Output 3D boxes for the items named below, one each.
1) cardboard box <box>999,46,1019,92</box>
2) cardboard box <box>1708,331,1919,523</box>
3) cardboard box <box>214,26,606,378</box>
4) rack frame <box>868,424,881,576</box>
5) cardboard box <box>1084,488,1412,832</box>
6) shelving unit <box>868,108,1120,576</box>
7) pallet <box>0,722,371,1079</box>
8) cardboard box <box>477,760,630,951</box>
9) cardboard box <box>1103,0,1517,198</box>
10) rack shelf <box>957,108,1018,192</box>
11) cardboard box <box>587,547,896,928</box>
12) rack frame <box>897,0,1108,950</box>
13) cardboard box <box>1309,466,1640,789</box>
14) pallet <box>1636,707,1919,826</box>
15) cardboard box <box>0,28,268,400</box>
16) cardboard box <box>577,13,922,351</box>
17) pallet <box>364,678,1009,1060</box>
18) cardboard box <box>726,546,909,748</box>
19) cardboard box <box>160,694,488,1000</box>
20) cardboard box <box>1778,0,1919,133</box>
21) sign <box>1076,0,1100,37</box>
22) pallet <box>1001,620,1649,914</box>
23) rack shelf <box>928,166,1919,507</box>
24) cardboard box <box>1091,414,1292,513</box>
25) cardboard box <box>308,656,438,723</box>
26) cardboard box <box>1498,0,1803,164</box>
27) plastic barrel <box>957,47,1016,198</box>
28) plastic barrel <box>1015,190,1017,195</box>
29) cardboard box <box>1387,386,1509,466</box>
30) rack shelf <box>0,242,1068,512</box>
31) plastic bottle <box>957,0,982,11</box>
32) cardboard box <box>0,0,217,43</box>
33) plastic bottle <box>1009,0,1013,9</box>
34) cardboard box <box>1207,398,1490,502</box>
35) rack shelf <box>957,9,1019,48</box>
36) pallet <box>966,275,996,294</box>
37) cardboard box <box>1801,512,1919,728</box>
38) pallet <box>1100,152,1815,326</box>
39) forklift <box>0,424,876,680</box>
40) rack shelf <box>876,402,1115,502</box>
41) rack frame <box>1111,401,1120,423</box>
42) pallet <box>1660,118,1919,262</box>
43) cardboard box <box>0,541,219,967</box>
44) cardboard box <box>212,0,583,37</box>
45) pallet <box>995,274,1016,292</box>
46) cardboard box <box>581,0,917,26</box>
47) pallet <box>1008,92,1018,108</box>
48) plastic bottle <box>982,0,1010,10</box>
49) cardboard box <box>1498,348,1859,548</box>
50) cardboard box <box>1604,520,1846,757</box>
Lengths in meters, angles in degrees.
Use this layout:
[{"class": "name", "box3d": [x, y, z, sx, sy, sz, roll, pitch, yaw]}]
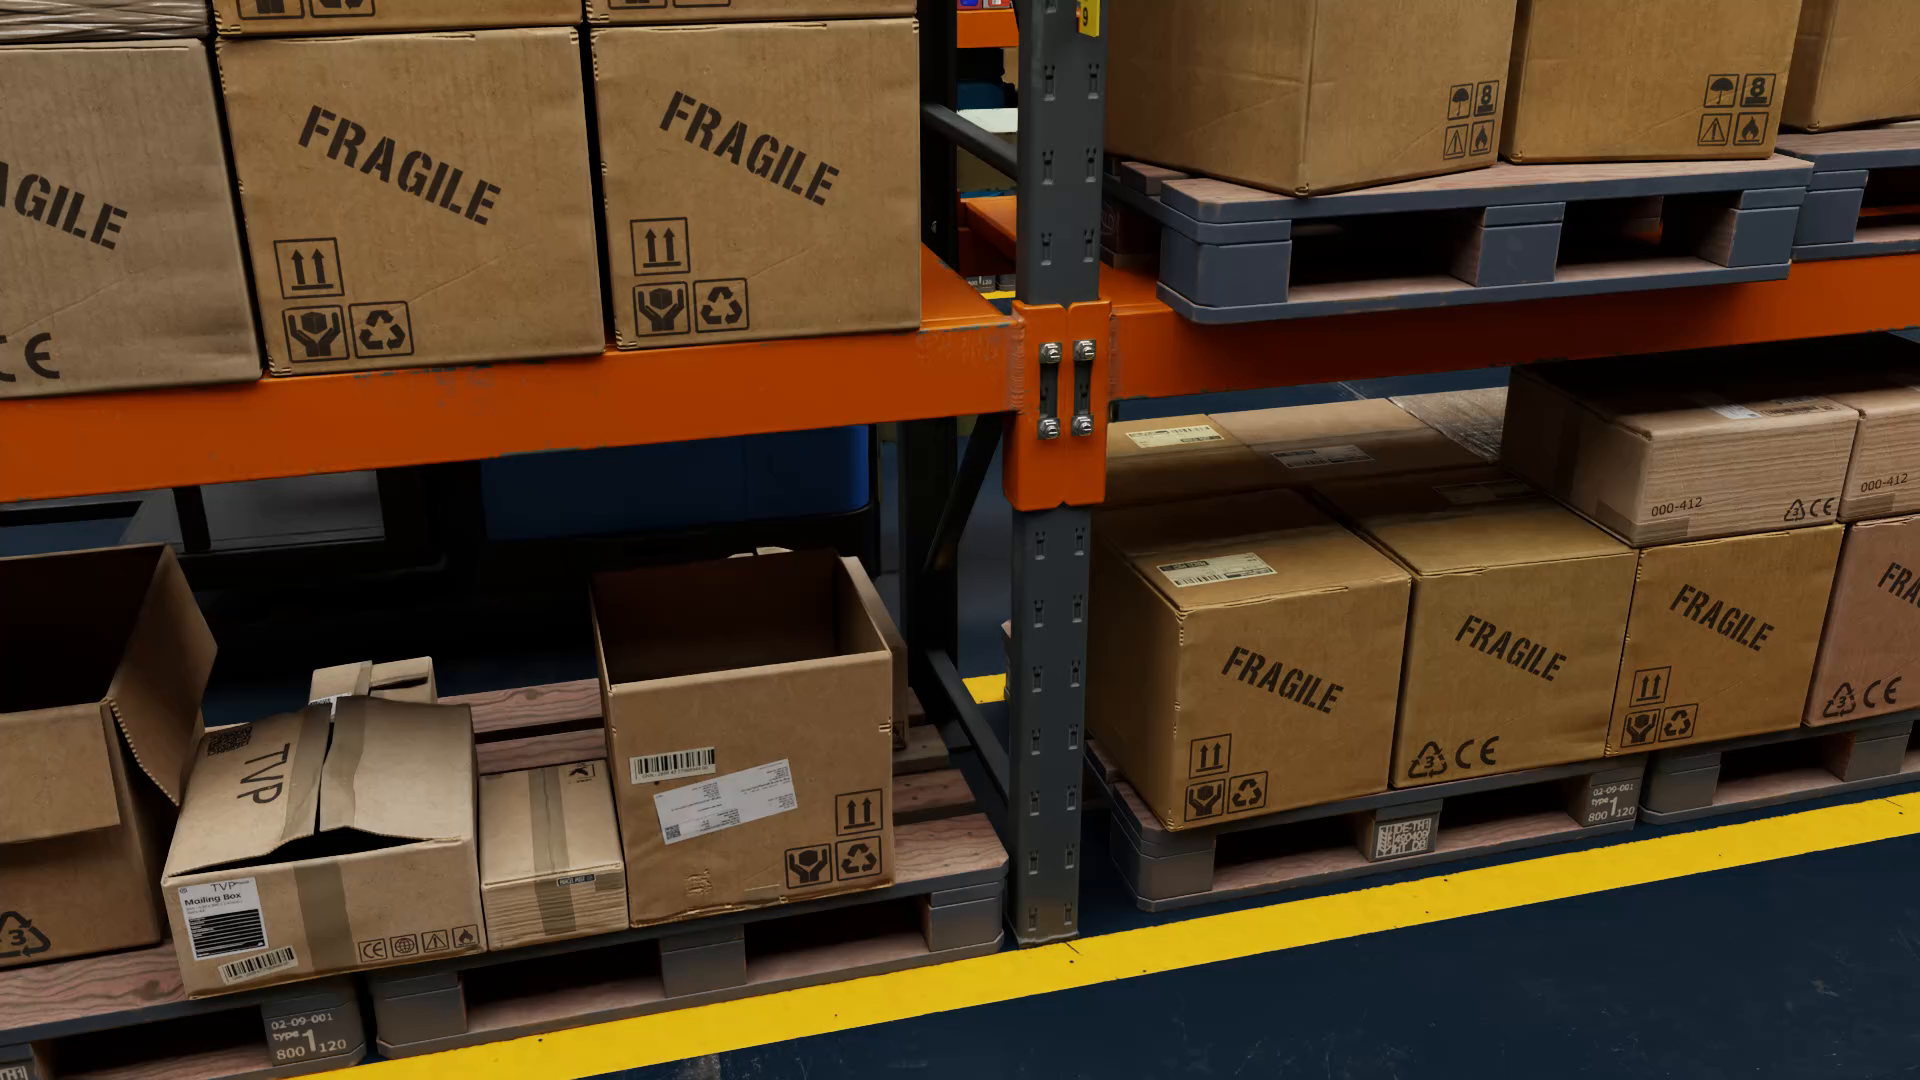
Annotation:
[{"class": "cardboard box", "box3d": [0.554, -4.091, 13.143, 0.875, 0.875, 1.225, -7, 24, -17]}, {"class": "cardboard box", "box3d": [2.022, -0.270, 3.737, 0.500, 0.250, 0.500, -7, 24, -15]}, {"class": "cardboard box", "box3d": [-0.863, -0.593, 2.701, 0.500, 0.500, 0.500, -6, 24, -13]}, {"class": "rack frame", "box3d": [-0.293, -0.658, 4.882, 0.023, 1.500, 0.400, -5, 24, -12]}, {"class": "cardboard box", "box3d": [0.576, 0.234, 3.512, 0.500, 0.500, 0.500, -7, 24, -17]}, {"class": "shelving unit", "box3d": [0.064, -0.690, 4.957, 0.755, 1.500, 0.431, -5, 24, -12]}, {"class": "pallet", "box3d": [-1.793, 0.733, 3.275, 1.213, 0.211, 1.003, -6, 24, -14]}, {"class": "cardboard box", "box3d": [-0.772, 0.586, 3.138, 0.250, 0.149, 0.380, -6, 24, -14]}, {"class": "cardboard box", "box3d": [0.561, -0.958, 3.018, 0.500, 0.500, 0.700, -16, 28, -32]}, {"class": "rack shelf", "box3d": [0.064, -1.049, 4.803, 0.720, 0.370, 0.431, -5, 24, -12]}, {"class": "cardboard box", "box3d": [-0.427, 0.362, 3.215, 0.500, 0.500, 0.500, -6, 24, -14]}, {"class": "rack frame", "box3d": [0.045, -0.753, 3.201, 0.127, 3.000, 1.000, -6, 24, -14]}, {"class": "cardboard box", "box3d": [1.087, 0.173, 3.654, 0.500, 0.500, 0.500, -6, 24, -14]}, {"class": "pallet", "box3d": [1.995, 0.296, 4.292, 1.213, 0.211, 1.003, -6, 24, -14]}, {"class": "cardboard box", "box3d": [-1.357, -0.537, 2.571, 0.500, 0.500, 0.500, -6, 24, -13]}, {"class": "cardboard box", "box3d": [-0.367, -0.648, 2.830, 0.500, 0.500, 0.500, -6, 24, -13]}, {"class": "pallet", "box3d": [-0.617, 0.601, 3.581, 1.213, 0.211, 1.003, -6, 24, -14]}, {"class": "cardboard box", "box3d": [-0.418, 0.243, 3.732, 0.500, 0.311, 0.500, -6, 24, -14]}, {"class": "cardboard box", "box3d": [-1.149, 0.529, 3.066, 0.500, 0.311, 0.500, -6, 24, -14]}, {"class": "cardboard box", "box3d": [1.729, -1.204, 3.592, 0.500, 0.500, 0.700, -13, 26, -28]}, {"class": "sign", "box3d": [0.199, -0.946, 2.552, 0.005, 0.325, 0.100, -6, 24, -14]}, {"class": "pallet", "box3d": [0.818, 0.427, 3.986, 1.213, 0.211, 1.003, -6, 24, -14]}, {"class": "rack shelf", "box3d": [1.971, -0.635, 3.839, 4.000, 0.370, 1.077, -6, 24, -14]}, {"class": "cardboard box", "box3d": [0.443, 0.032, 3.983, 0.500, 0.500, 0.500, -6, 24, -15]}, {"class": "cardboard box", "box3d": [-1.248, 0.405, 3.537, 0.250, 0.166, 0.380, -6, 24, -14]}, {"class": "cardboard box", "box3d": [1.206, -1.055, 3.245, 0.500, 0.500, 0.700, -3, 23, -6]}, {"class": "plastic barrel", "box3d": [-0.079, -1.990, 8.211, 0.708, 0.901, 0.600, -6, 24, -14]}, {"class": "plastic barrel", "box3d": [0.488, -1.837, 8.349, 0.421, 0.512, 0.421, 0, 23, 0]}, {"class": "cardboard box", "box3d": [1.404, -0.071, 4.223, 0.500, 0.500, 0.500, -6, 24, -14]}, {"class": "rack shelf", "box3d": [-1.881, -0.209, 2.846, 4.000, 0.370, 1.077, -6, 24, -14]}, {"class": "plastic bottle", "box3d": [0.034, -2.552, 7.542, 0.133, 0.283, 0.061, -6, 24, -14]}, {"class": "cardboard box", "box3d": [-1.350, -0.997, 2.375, 0.500, 0.500, 0.500, -6, 24, -14]}, {"class": "plastic bottle", "box3d": [0.270, -2.548, 7.636, 0.097, 0.201, 0.097, 0, 23, 0]}, {"class": "cardboard box", "box3d": [0.921, -0.017, 4.098, 0.500, 0.500, 0.500, -6, 24, -14]}, {"class": "rack shelf", "box3d": [0.636, -2.516, 8.223, 4.000, 0.370, 1.077, -6, 24, -14]}, {"class": "pallet", "box3d": [-0.535, -1.419, 8.289, 1.213, 0.211, 1.003, -6, 24, -14]}, {"class": "cardboard box", "box3d": [2.057, 0.069, 3.896, 0.500, 0.500, 0.500, -7, 24, -16]}, {"class": "pallet", "box3d": [0.844, -0.708, 3.341, 1.213, 0.211, 1.003, -6, 24, -14]}, {"class": "forklift", "box3d": [-1.817, -1.208, 4.347, 3.031, 2.935, 1.130, -5, 24, -12]}, {"class": "rack shelf", "box3d": [0.064, -0.391, 5.085, 0.720, 0.370, 0.431, -5, 24, -12]}, {"class": "rack frame", "box3d": [0.421, -0.722, 5.032, 0.023, 1.500, 0.400, -5, 24, -12]}, {"class": "pallet", "box3d": [2.025, -0.882, 3.745, 1.213, 0.211, 1.003, -6, 24, -14]}, {"class": "cardboard box", "box3d": [-1.763, 0.394, 3.136, 0.637, 0.503, 0.797, -6, 24, -14]}, {"class": "cardboard box", "box3d": [-0.865, -1.051, 2.500, 0.500, 0.500, 0.500, -7, 24, -15]}, {"class": "pallet", "box3d": [0.641, -1.550, 8.595, 1.213, 0.211, 1.003, -6, 24, -14]}, {"class": "cardboard box", "box3d": [-0.372, -1.106, 2.629, 0.500, 0.500, 0.500, -6, 24, -14]}, {"class": "pallet", "box3d": [0.444, -3.604, 13.381, 1.213, 0.211, 1.003, -6, 24, -14]}, {"class": "plastic bottle", "box3d": [0.151, -2.580, 7.617, 0.135, 0.276, 0.152, -6, 24, -14]}, {"class": "cardboard box", "box3d": [1.539, -0.217, 3.612, 0.500, 0.250, 0.500, -6, 24, -14]}, {"class": "cardboard box", "box3d": [1.570, 0.123, 3.771, 0.500, 0.500, 0.500, -6, 24, -14]}]
